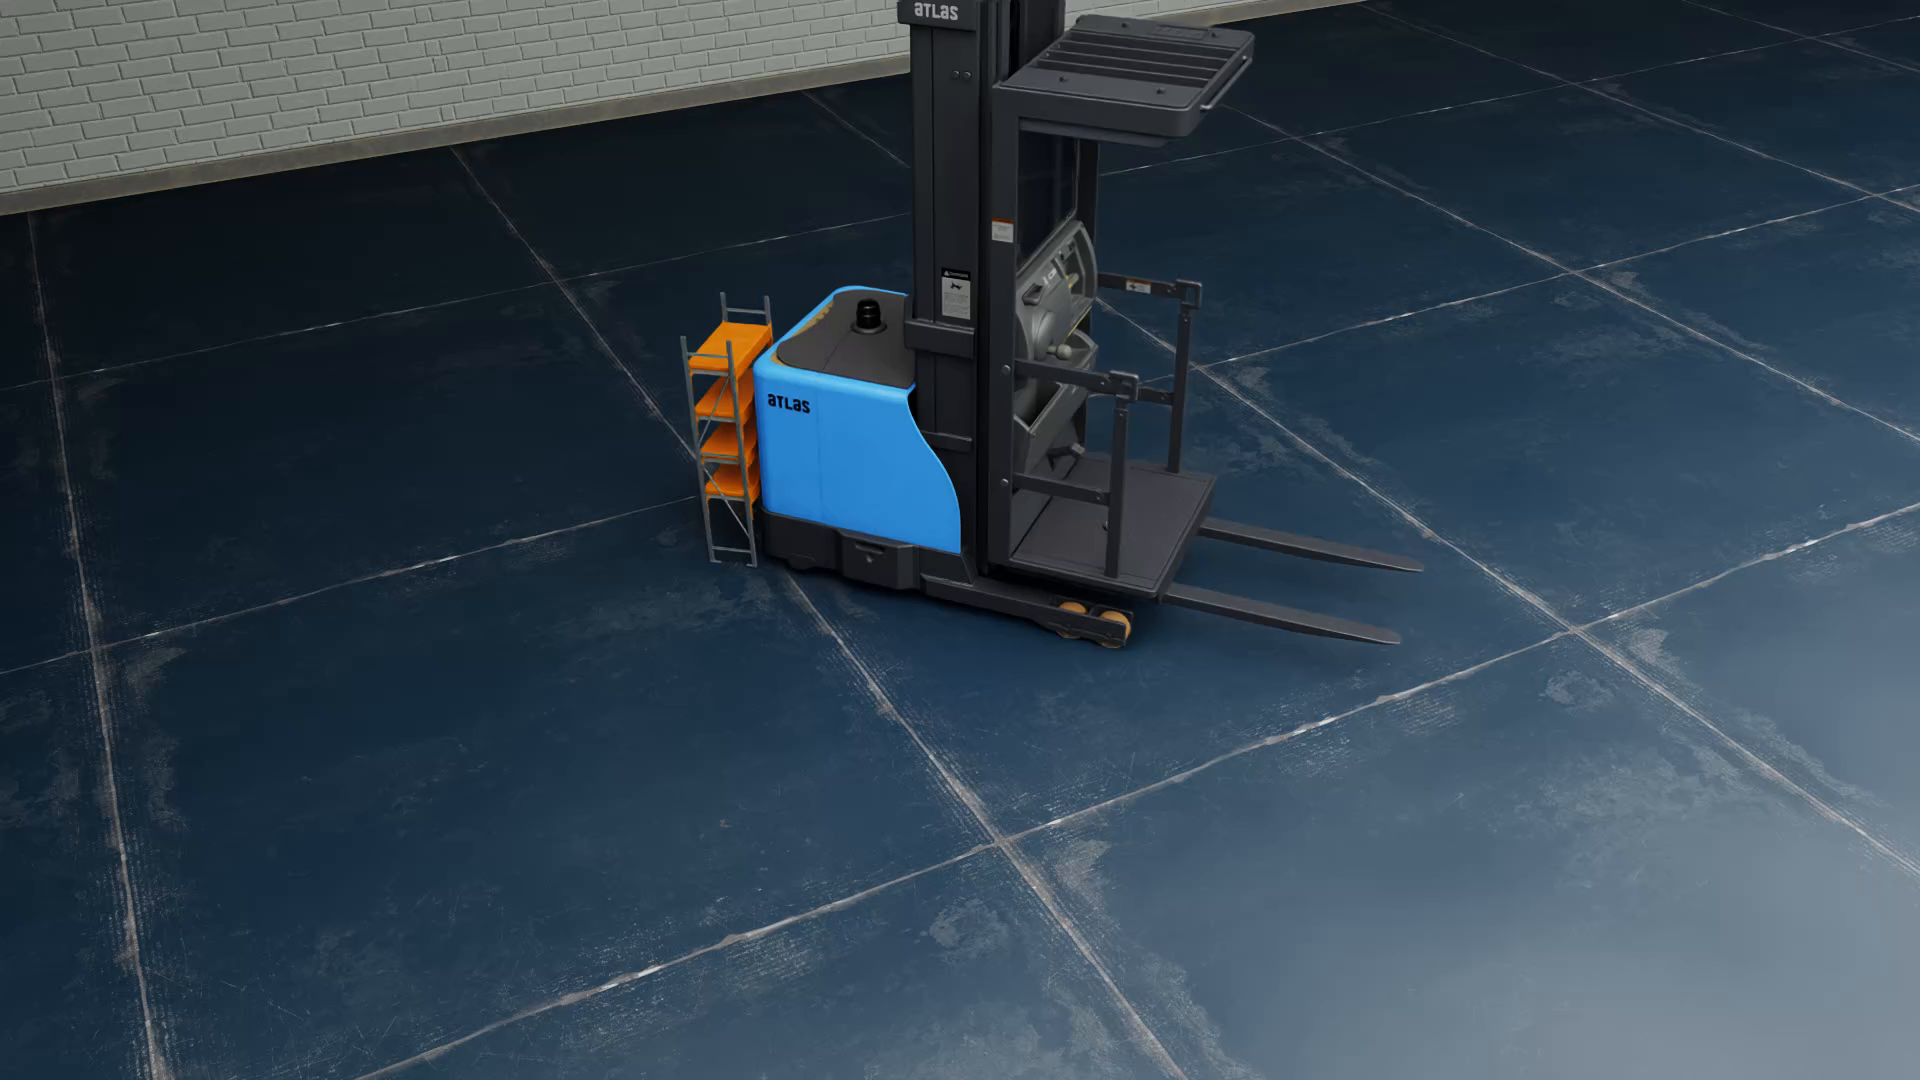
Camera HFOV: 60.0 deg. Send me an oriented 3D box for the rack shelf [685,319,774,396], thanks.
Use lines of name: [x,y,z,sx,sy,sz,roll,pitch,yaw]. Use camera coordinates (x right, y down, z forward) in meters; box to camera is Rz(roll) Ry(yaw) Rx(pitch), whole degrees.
rack shelf: [-1.068,-0.850,7.729,0.258,0.148,0.480,6,33,13]

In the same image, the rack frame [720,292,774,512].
rack frame: [-0.995,-0.645,8.137,0.240,1.200,0.015,6,33,13]

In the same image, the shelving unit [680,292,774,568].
shelving unit: [-1.055,-0.518,7.938,0.258,1.200,0.503,6,33,13]

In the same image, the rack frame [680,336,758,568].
rack frame: [-1.116,-0.390,7.739,0.240,1.200,0.015,6,33,13]

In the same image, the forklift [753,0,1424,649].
forklift: [0.610,-1.072,7.206,3.031,2.935,1.130,12,35,18]

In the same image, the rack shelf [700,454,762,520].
rack shelf: [-1.047,-0.293,8.079,0.258,0.148,0.480,6,33,13]

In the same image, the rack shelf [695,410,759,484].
rack shelf: [-1.053,-0.461,7.973,0.258,0.148,0.480,6,33,13]

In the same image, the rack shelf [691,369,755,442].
rack shelf: [-1.061,-0.650,7.854,0.258,0.148,0.480,6,33,13]
